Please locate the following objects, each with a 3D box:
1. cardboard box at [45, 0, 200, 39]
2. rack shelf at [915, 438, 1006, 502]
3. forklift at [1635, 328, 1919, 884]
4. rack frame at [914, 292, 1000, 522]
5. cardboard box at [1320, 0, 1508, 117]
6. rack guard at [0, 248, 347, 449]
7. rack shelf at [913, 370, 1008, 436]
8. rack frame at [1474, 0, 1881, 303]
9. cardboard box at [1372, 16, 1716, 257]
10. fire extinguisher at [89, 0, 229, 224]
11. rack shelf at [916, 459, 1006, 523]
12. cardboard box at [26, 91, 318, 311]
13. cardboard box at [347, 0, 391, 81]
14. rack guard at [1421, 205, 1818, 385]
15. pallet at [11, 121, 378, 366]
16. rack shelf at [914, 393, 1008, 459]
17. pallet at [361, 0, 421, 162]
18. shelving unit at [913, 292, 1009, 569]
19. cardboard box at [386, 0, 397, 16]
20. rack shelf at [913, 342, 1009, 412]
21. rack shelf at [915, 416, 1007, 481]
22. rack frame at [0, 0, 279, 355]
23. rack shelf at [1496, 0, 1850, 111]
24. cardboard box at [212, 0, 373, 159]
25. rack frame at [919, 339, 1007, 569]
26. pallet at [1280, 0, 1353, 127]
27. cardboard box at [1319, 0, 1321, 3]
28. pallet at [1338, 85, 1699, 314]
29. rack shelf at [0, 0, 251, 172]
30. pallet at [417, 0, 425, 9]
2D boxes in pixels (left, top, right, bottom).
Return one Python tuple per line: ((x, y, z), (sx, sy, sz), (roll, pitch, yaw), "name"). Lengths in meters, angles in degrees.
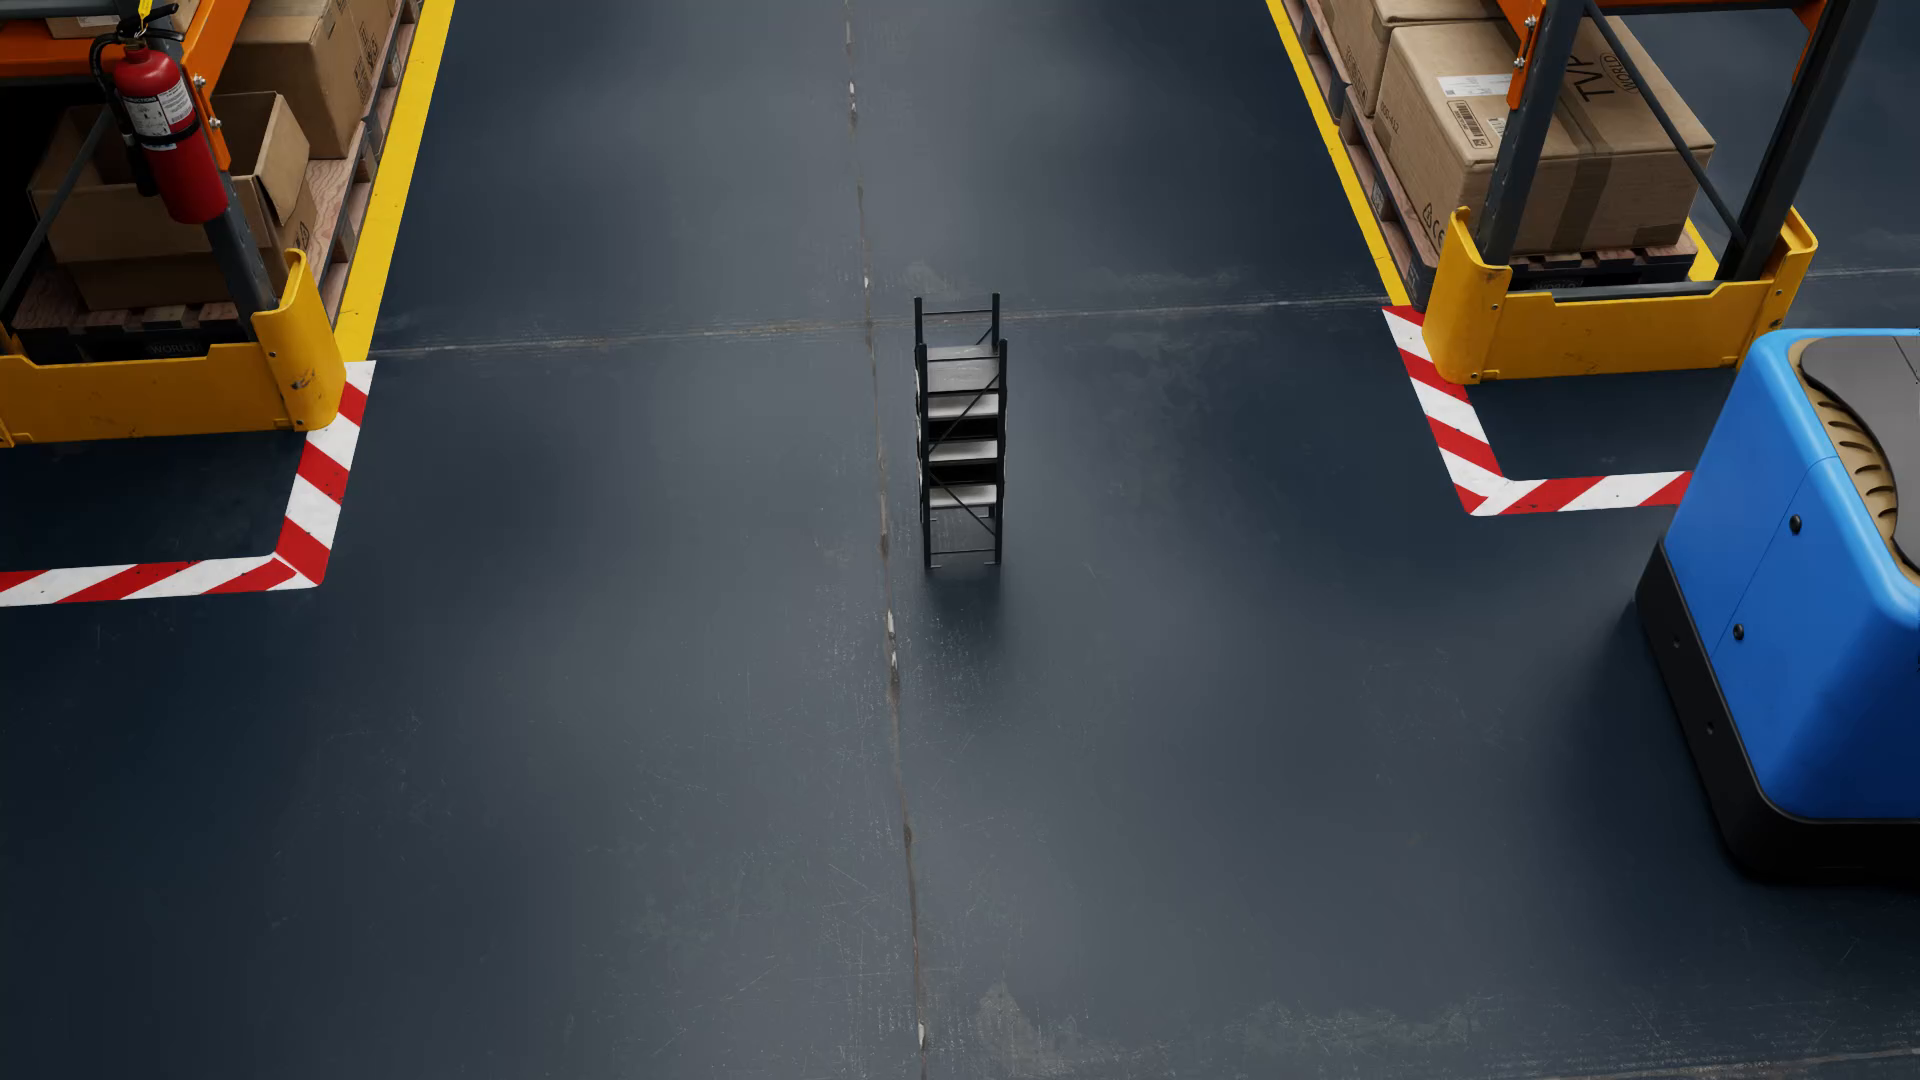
((-2.459, -1.606, 4.878), (0.380, 0.149, 0.250), (-4, 47, -4), "cardboard box")
((0.001, -0.219, 5.007), (0.258, 0.077, 0.200), (-3, 47, -3), "rack shelf")
((3.537, -0.470, 3.676), (3.031, 2.935, 1.130), (0, 47, 0), "forklift")
((-0.008, -0.377, 4.987), (0.240, 0.900, 0.006), (-3, 47, -3), "rack frame")
((2.001, -2.139, 6.685), (0.875, 0.438, 0.875), (-2, 47, -2), "cardboard box")
((-2.711, -0.633, 5.505), (1.175, 0.500, 0.348), (-3, 47, -3), "rack guard")
((0.001, -0.404, 4.811), (0.258, 0.077, 0.200), (-3, 47, -3), "rack shelf")
((2.241, -1.742, 4.834), (1.000, 3.000, 0.127), (-3, 47, -3), "rack frame")
((2.086, -1.477, 6.058), (0.875, 0.438, 0.875), (-5, 47, -5), "cardboard box")
((-2.232, -1.205, 4.635), (0.296, 0.674, 0.183), (-3, 47, -3), "fire extinguisher")
((0.001, -0.157, 5.073), (0.258, 0.077, 0.200), (-3, 47, -3), "rack shelf")
((-2.662, -1.172, 5.724), (0.797, 0.503, 0.637), (-5, 47, -5), "cardboard box")
((-2.639, -2.180, 6.681), (0.500, 0.500, 0.500), (-3, 47, -3), "cardboard box")
((2.243, -0.865, 5.725), (1.175, 0.500, 0.348), (-3, 47, -3), "rack guard")
((-2.779, -1.110, 6.157), (1.003, 0.211, 1.213), (-3, 47, -3), "pallet")
((0.001, -0.343, 4.877), (0.258, 0.077, 0.200), (-3, 47, -3), "rack shelf")
((-2.878, -1.991, 6.991), (1.003, 0.211, 1.213), (-3, 47, -3), "pallet")
((0.001, -0.304, 4.918), (0.258, 0.900, 0.210), (-3, 47, -3), "shelving unit")
((-2.781, -2.543, 7.025), (0.700, 0.500, 0.500), (-5, 47, -5), "cardboard box")
((0.001, -0.466, 4.746), (0.258, 0.077, 0.200), (-3, 47, -3), "rack shelf")
((0.001, -0.281, 4.942), (0.258, 0.077, 0.200), (-3, 47, -3), "rack shelf")
((-2.705, -1.438, 4.546), (1.000, 3.000, 0.127), (-3, 47, -3), "rack frame")
((2.074, -2.942, 6.466), (1.077, 0.370, 4.000), (-3, 47, -3), "rack shelf")
((-2.694, -1.792, 6.313), (0.700, 0.500, 0.500), (-2, 47, -2), "cardboard box")
((0.009, -0.230, 4.848), (0.240, 0.900, 0.006), (-3, 47, -3), "rack frame")
((1.997, -2.238, 7.224), (1.003, 0.211, 1.213), (-3, 47, -3), "pallet")
((1.927, -2.791, 7.303), (0.875, 0.438, 0.875), (-5, 47, -4), "cardboard box")
((2.096, -1.357, 6.390), (1.003, 0.211, 1.213), (-3, 47, -3), "pallet")
((-2.872, -2.637, 6.177), (1.077, 0.370, 4.000), (-3, 47, -3), "rack shelf")
((-2.983, -2.876, 7.828), (1.003, 0.211, 1.213), (-3, 47, -3), "pallet")
